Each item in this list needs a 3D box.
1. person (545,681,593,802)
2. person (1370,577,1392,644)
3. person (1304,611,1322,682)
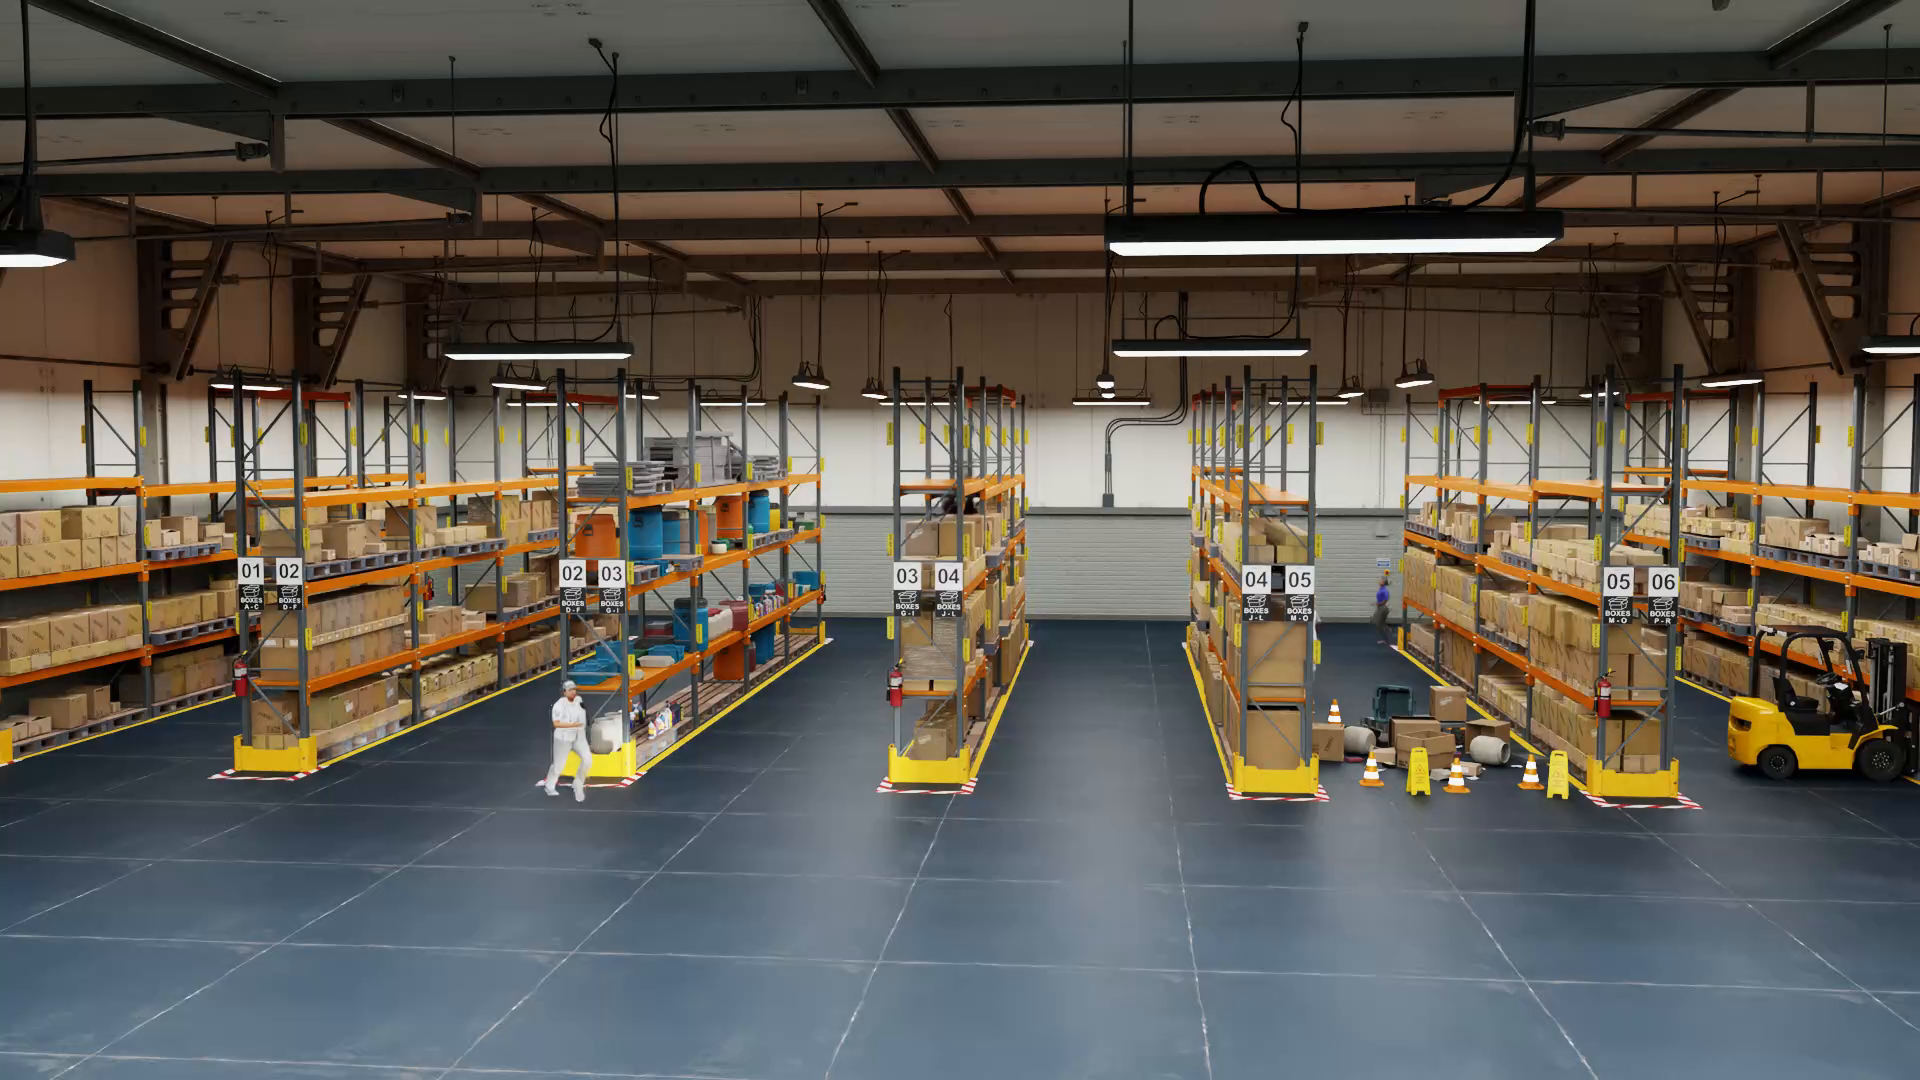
[{"bbox_3d":[-5.355,2.757,22.861,0.614,1.682,0.853,-3,5,-42],"label":"person"},{"bbox_3d":[10.190,1.704,40.221,0.559,1.614,0.571,0,4,5],"label":"person"},{"bbox_3d":[6.960,2.066,33.491,0.680,1.770,1.023,0,4,0],"label":"person"}]
